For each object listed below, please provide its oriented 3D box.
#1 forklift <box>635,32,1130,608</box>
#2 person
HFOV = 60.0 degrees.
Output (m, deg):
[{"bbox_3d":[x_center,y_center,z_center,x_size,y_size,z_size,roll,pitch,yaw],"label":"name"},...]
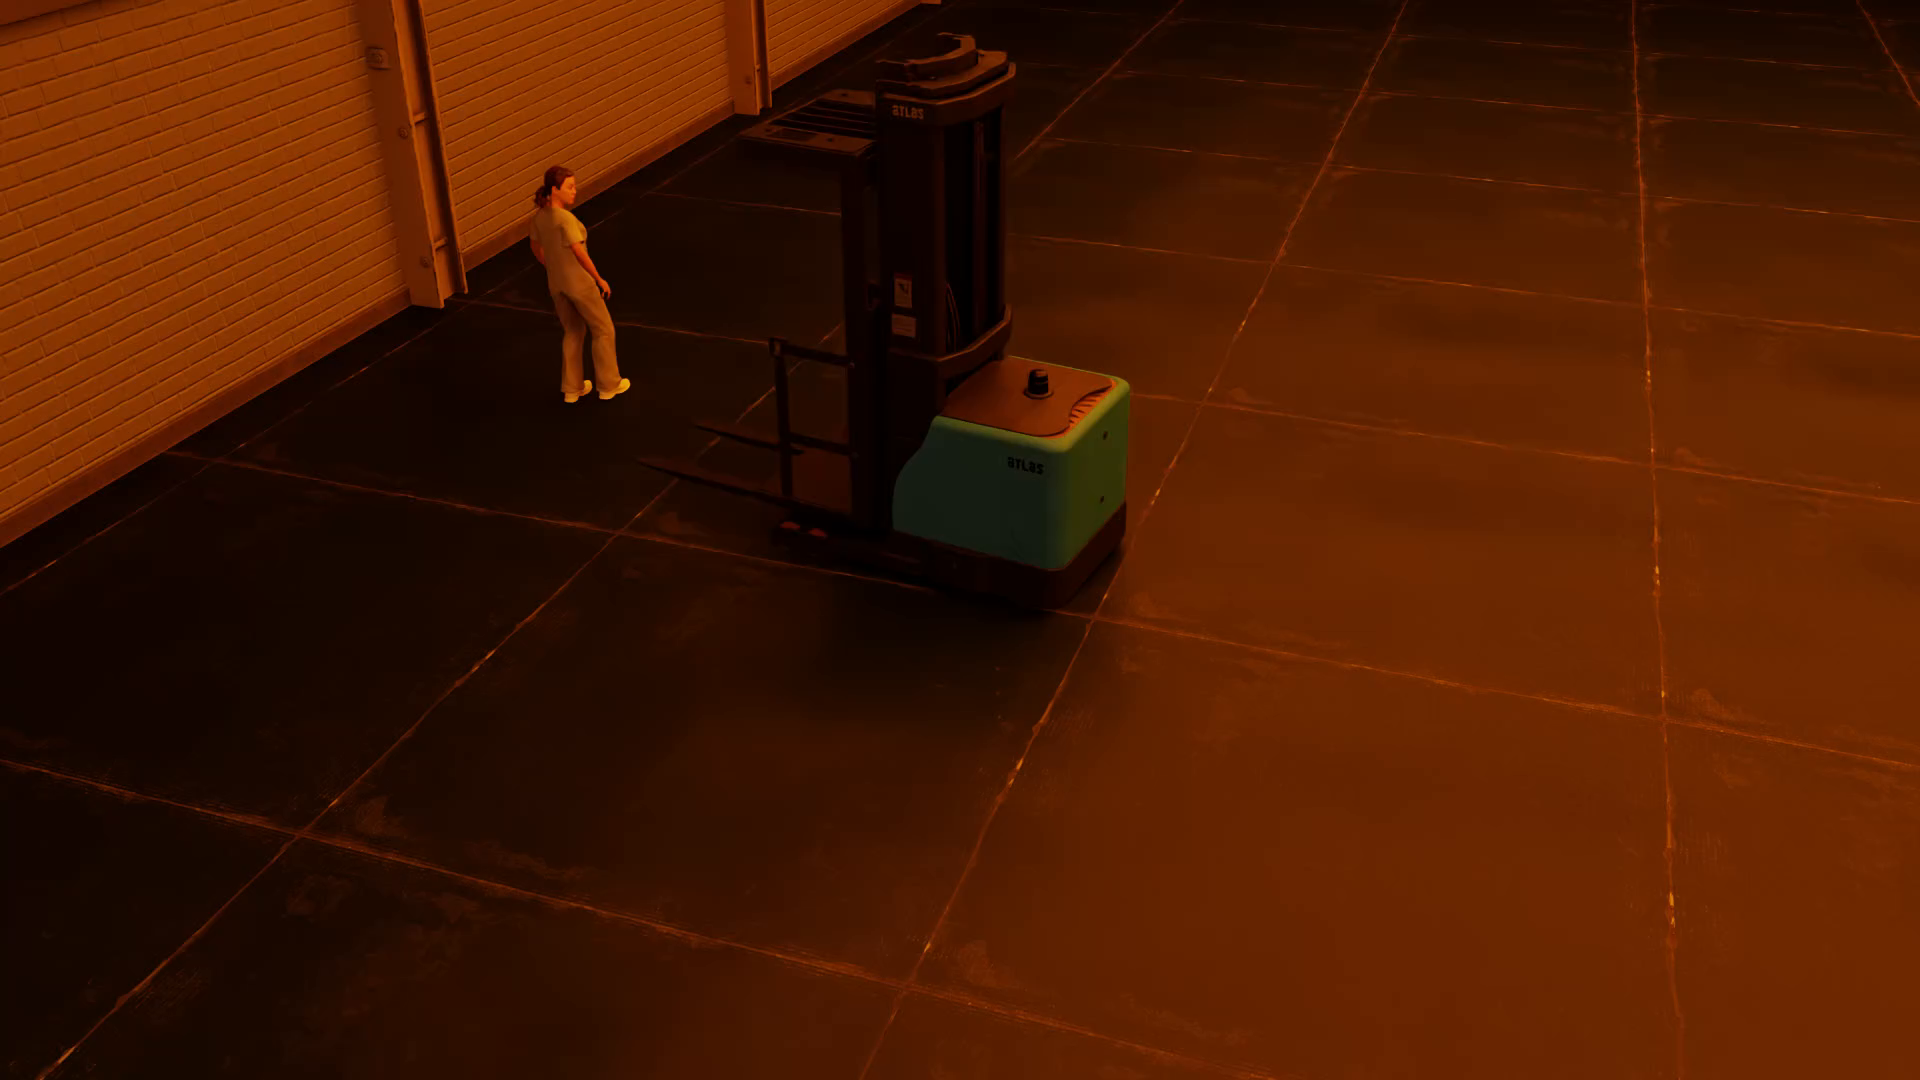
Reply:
[{"bbox_3d":[-0.558,-1.389,9.574,3.031,2.935,1.130,14,33,23],"label":"forklift"},{"bbox_3d":[-2.645,-1.775,11.543,0.644,1.655,0.479,18,34,29],"label":"person"}]
